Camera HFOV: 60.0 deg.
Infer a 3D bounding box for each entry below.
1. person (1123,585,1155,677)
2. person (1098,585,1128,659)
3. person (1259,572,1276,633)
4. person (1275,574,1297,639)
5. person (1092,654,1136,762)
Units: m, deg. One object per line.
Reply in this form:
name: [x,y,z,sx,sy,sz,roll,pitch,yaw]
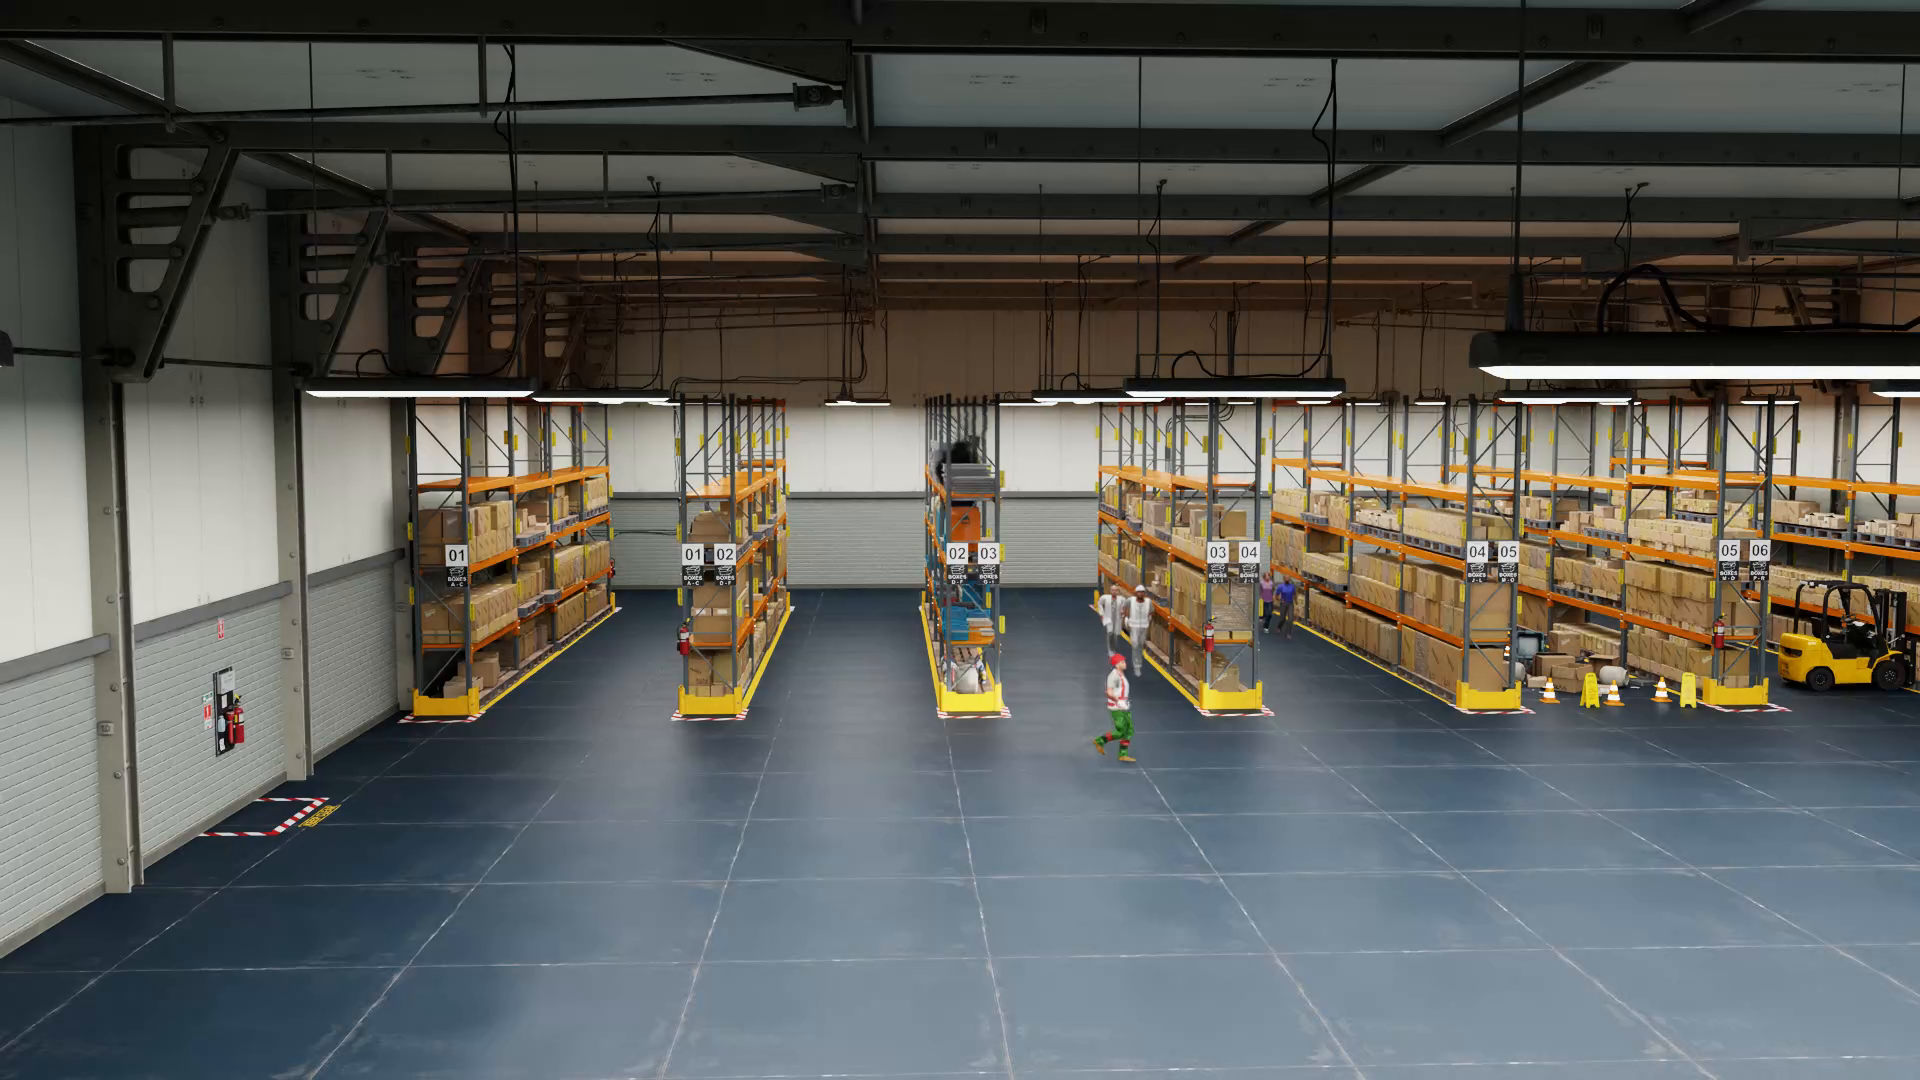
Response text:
person: [3.712,1.847,34.355,0.599,1.863,0.875,-1,5,-9]
person: [3.430,1.888,37.309,0.626,1.698,0.980,-1,5,-8]
person: [7.854,1.593,42.628,0.544,1.559,0.512,0,5,-2]
person: [8.142,1.644,41.471,0.577,1.603,0.621,-1,5,-7]
person: [2.518,2.721,26.998,0.707,1.756,0.664,2,5,20]
